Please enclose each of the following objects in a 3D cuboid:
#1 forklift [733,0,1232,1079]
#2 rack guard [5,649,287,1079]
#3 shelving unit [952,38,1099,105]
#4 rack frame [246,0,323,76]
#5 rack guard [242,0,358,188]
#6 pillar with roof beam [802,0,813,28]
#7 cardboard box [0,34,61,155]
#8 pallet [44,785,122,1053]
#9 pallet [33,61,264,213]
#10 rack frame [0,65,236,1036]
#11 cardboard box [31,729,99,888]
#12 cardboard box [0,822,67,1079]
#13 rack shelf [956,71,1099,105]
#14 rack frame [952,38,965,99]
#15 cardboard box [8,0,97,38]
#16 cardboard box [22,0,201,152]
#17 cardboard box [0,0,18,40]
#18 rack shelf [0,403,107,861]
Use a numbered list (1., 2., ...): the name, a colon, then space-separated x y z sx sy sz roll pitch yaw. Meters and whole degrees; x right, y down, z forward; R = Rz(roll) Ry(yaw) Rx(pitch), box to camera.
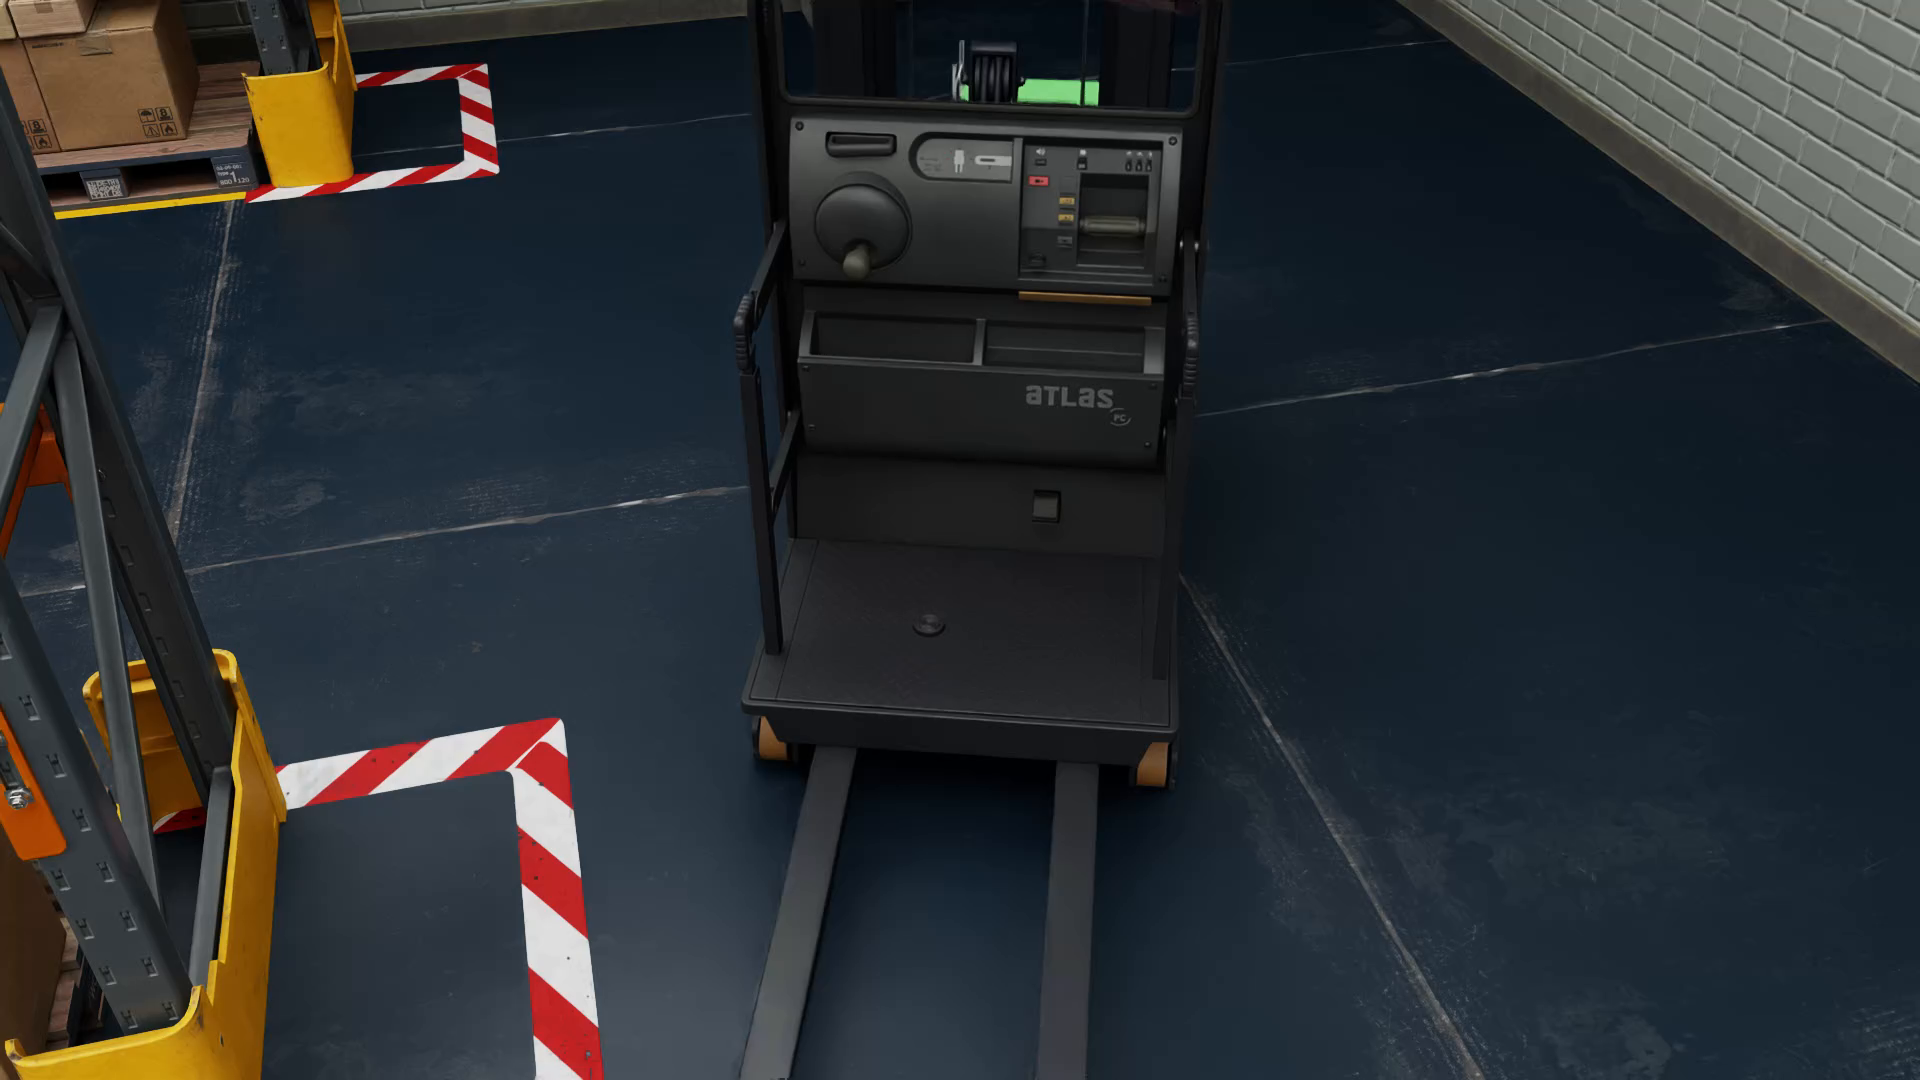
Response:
1. forklift: 0.037 -0.730 3.792 1.130 2.935 3.031 3 38 4
2. rack guard: -1.790 0.827 3.758 0.348 0.500 1.175 -9 38 -12
3. shelving unit: 0.237 -1.058 5.640 0.503 1.200 0.258 4 36 5
4. rack frame: -3.011 -3.083 6.811 0.127 3.000 1.000 -9 38 -12
5. rack guard: -2.988 -2.094 7.576 0.348 0.500 1.175 -9 38 -12
6. pillar with roof beam: 0.492 -3.876 2.910 0.400 9.000 9.100 -9 38 -12
7. cardboard box: -4.144 -2.008 7.118 0.500 0.500 0.700 -9 38 -12
8. pallet: -2.559 1.069 3.680 1.213 0.211 1.003 -9 38 -12
9. pallet: -3.763 -1.803 7.433 1.213 0.211 1.003 -9 38 -12
10. rack frame: -1.716 -0.178 3.014 0.127 3.000 1.000 -9 38 -12
11. cardboard box: -2.210 0.644 3.923 0.250 0.149 0.380 -9 38 -12
12. cardboard box: -2.177 0.871 3.338 0.500 0.500 0.500 -9 38 -12
13. rack shelf: 0.239 -1.395 5.396 0.480 0.148 0.258 4 36 5
14. rack frame: -0.005 -1.074 5.661 0.015 1.200 0.240 4 36 5
15. cardboard box: -3.738 -2.218 6.858 0.250 0.149 0.380 -10 38 -12
16. cardboard box: -3.661 -2.087 7.222 0.500 0.500 0.700 -9 38 -12
17. cardboard box: -3.984 -2.177 6.805 0.250 0.149 0.380 -8 38 -11
18. rack shelf: -3.647 0.425 2.818 4.000 0.370 1.077 -9 38 -12
